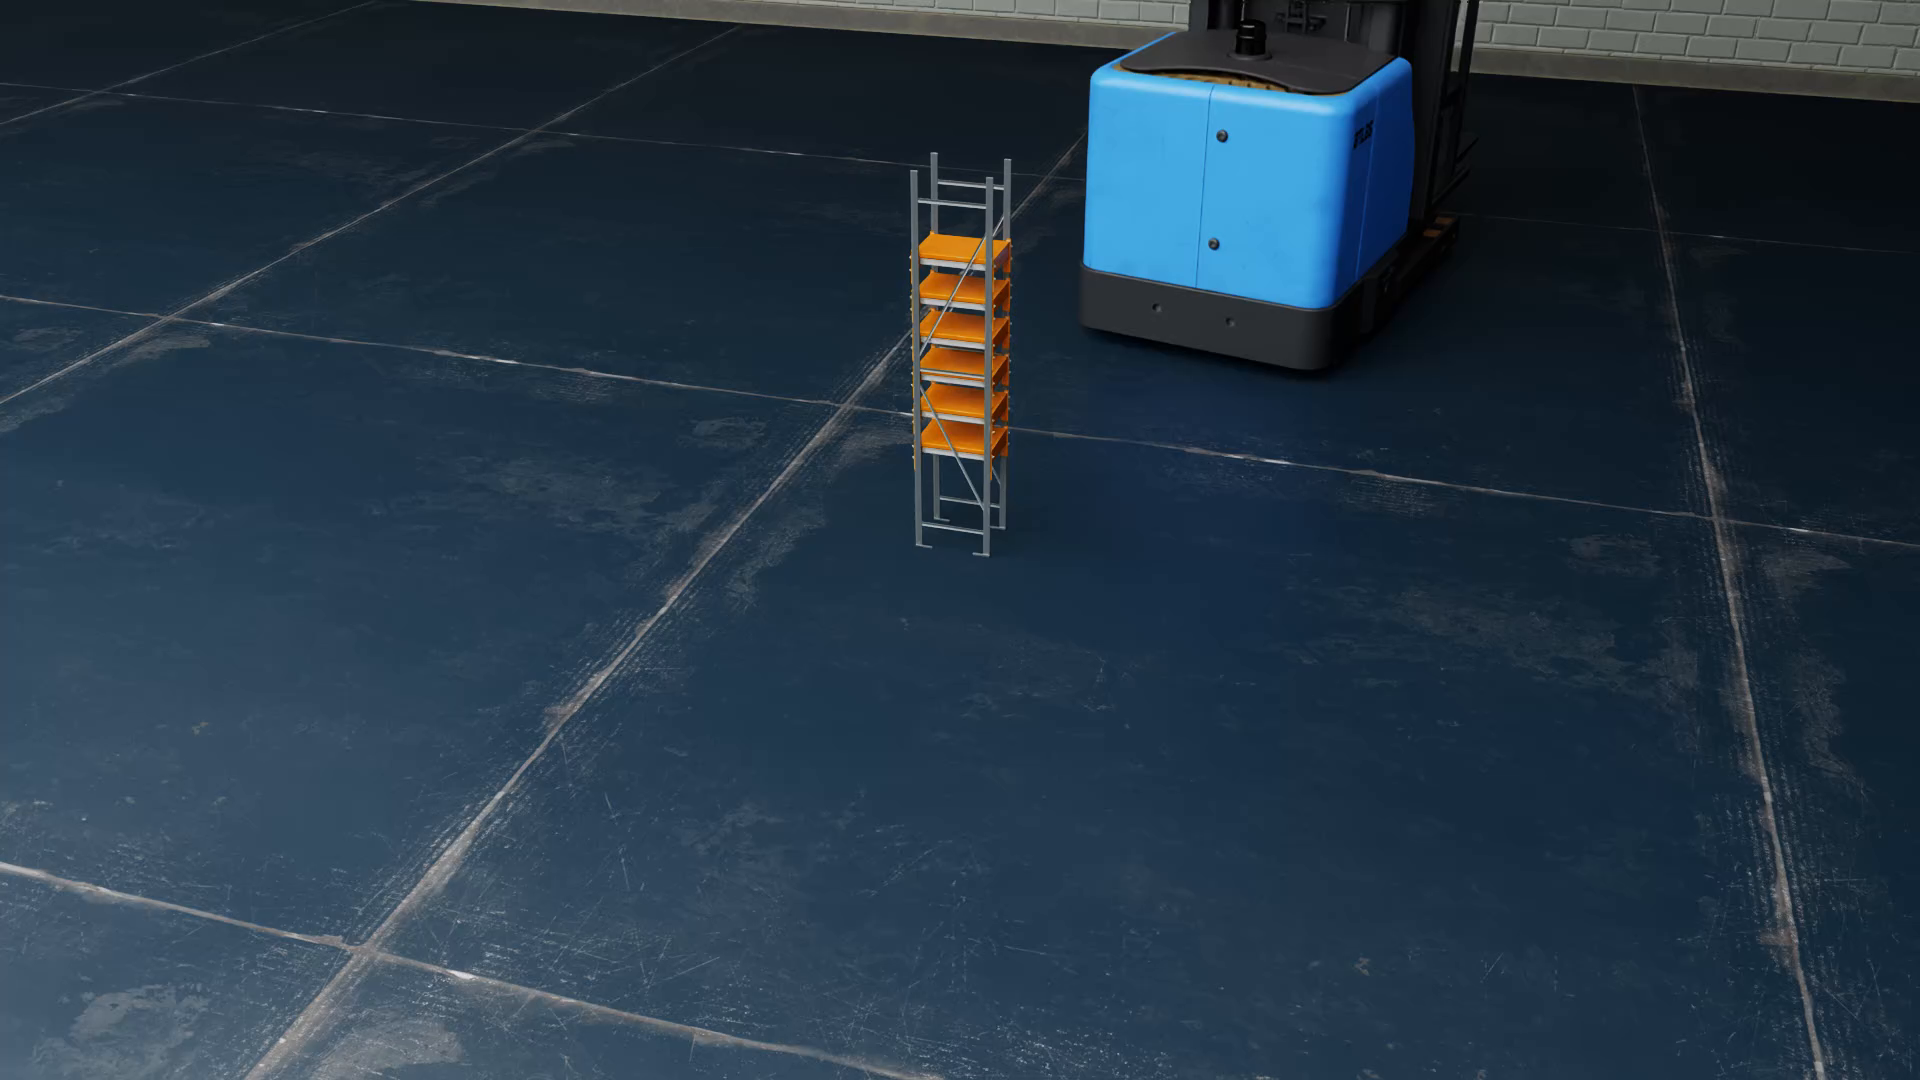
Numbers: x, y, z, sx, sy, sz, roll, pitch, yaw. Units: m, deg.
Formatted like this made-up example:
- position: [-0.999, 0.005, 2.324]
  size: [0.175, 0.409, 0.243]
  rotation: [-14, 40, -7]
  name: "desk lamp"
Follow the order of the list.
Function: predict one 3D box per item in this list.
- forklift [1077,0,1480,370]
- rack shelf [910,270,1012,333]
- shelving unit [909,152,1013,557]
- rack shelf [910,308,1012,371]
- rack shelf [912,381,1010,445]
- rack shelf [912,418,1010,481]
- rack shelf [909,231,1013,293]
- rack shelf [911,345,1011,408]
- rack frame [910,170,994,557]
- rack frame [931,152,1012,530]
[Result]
- position: [1.629, -2.604, 6.916]
  size: [1.130, 2.935, 3.031]
  rotation: [15, 32, 25]
  name: "forklift"
- position: [0.004, -0.702, 4.875]
  size: [0.258, 0.103, 0.180]
  rotation: [8, 30, 15]
  name: "rack shelf"
- position: [0.004, -0.531, 4.970]
  size: [0.258, 1.200, 0.189]
  rotation: [8, 30, 15]
  name: "shelving unit"
- position: [0.004, -0.597, 4.934]
  size: [0.258, 0.103, 0.180]
  rotation: [8, 30, 15]
  name: "rack shelf"
- position: [0.004, -0.387, 5.050]
  size: [0.258, 0.103, 0.180]
  rotation: [8, 30, 15]
  name: "rack shelf"
- position: [0.004, -0.282, 5.109]
  size: [0.258, 0.103, 0.180]
  rotation: [8, 30, 15]
  name: "rack shelf"
- position: [0.004, -0.807, 4.817]
  size: [0.258, 0.103, 0.180]
  rotation: [8, 30, 15]
  name: "rack shelf"
- position: [0.004, -0.492, 4.992]
  size: [0.258, 0.103, 0.180]
  rotation: [8, 30, 15]
  name: "rack shelf"
- position: [-0.023, -0.489, 4.894]
  size: [0.240, 1.200, 0.006]
  rotation: [8, 30, 15]
  name: "rack frame"
- position: [0.031, -0.574, 5.047]
  size: [0.240, 1.200, 0.006]
  rotation: [8, 30, 15]
  name: "rack frame"
